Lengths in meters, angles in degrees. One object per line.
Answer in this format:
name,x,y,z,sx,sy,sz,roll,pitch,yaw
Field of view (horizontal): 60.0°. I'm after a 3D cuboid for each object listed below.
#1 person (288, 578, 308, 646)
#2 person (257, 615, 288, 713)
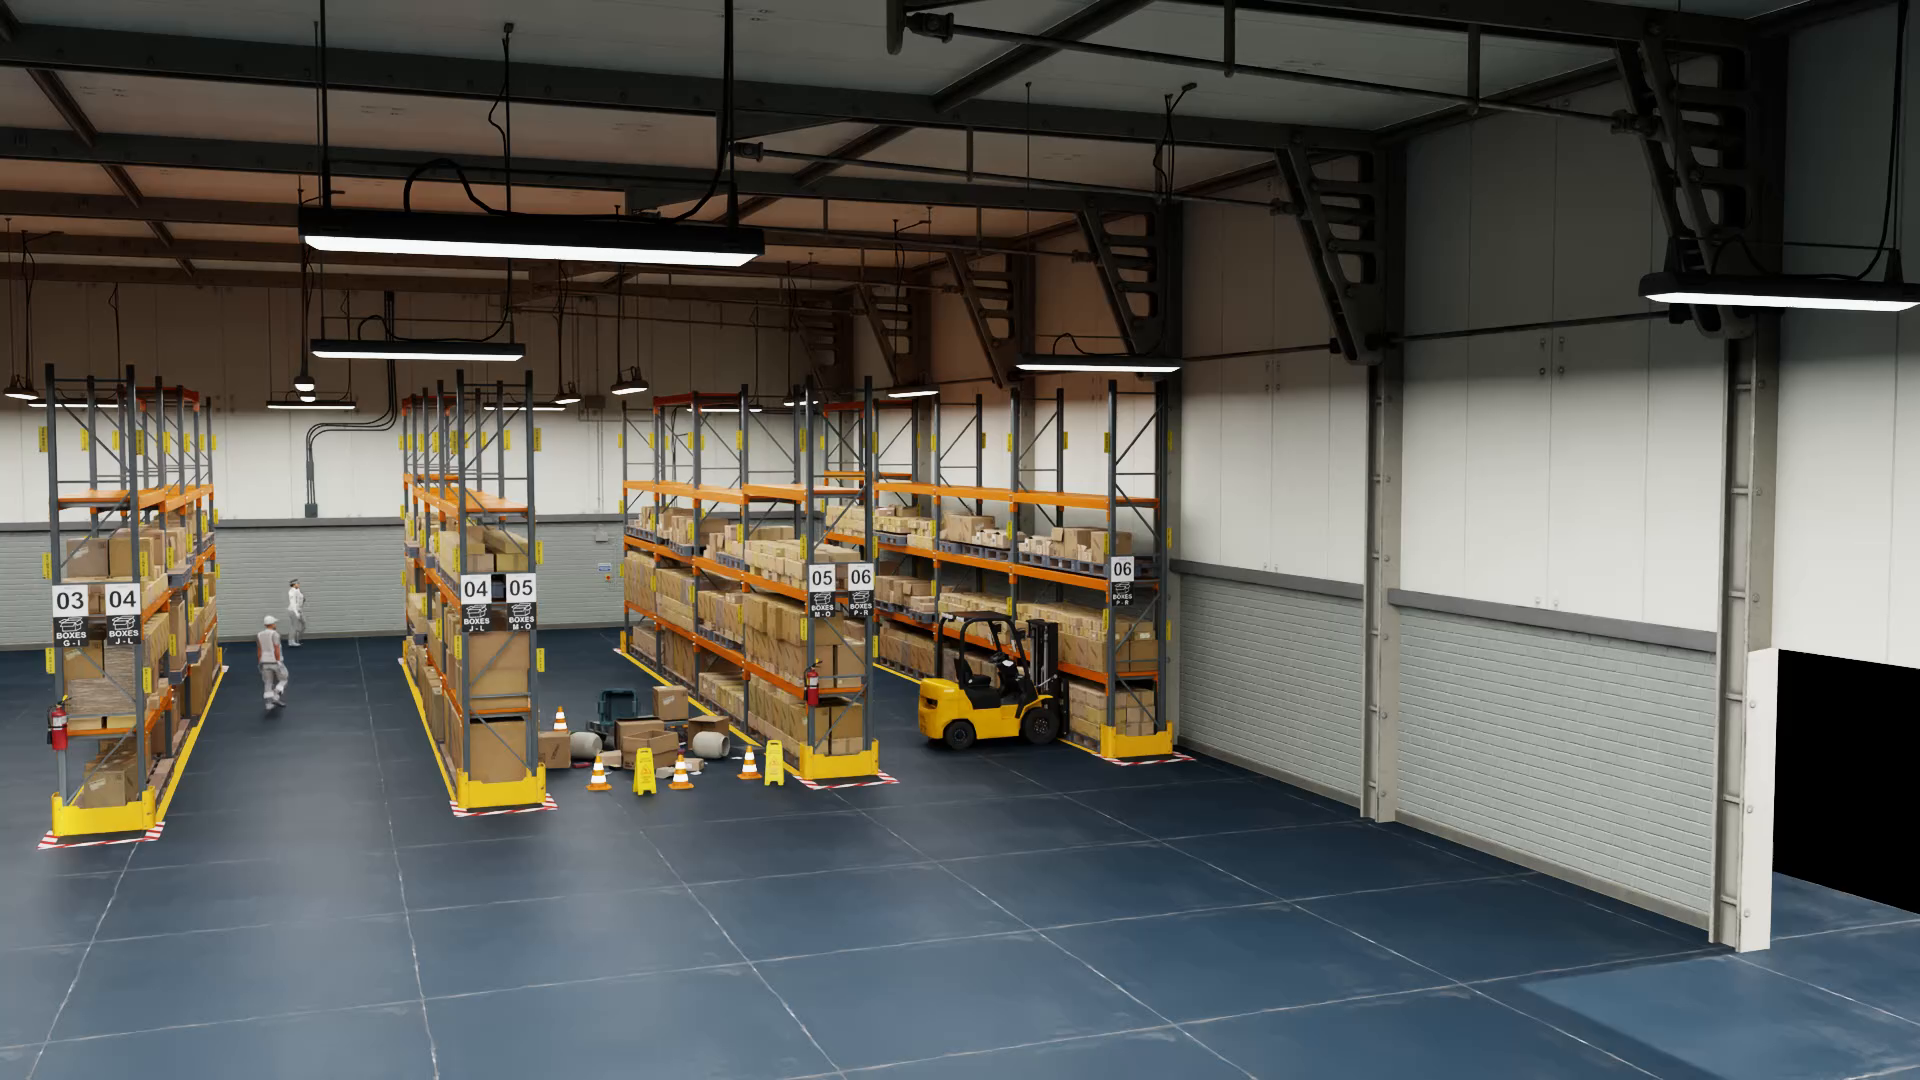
person,-16.280,1.779,40.828,0.421,1.719,0.501,0,3,-3
person,-12.812,2.298,30.906,0.568,1.779,0.502,0,3,-2
